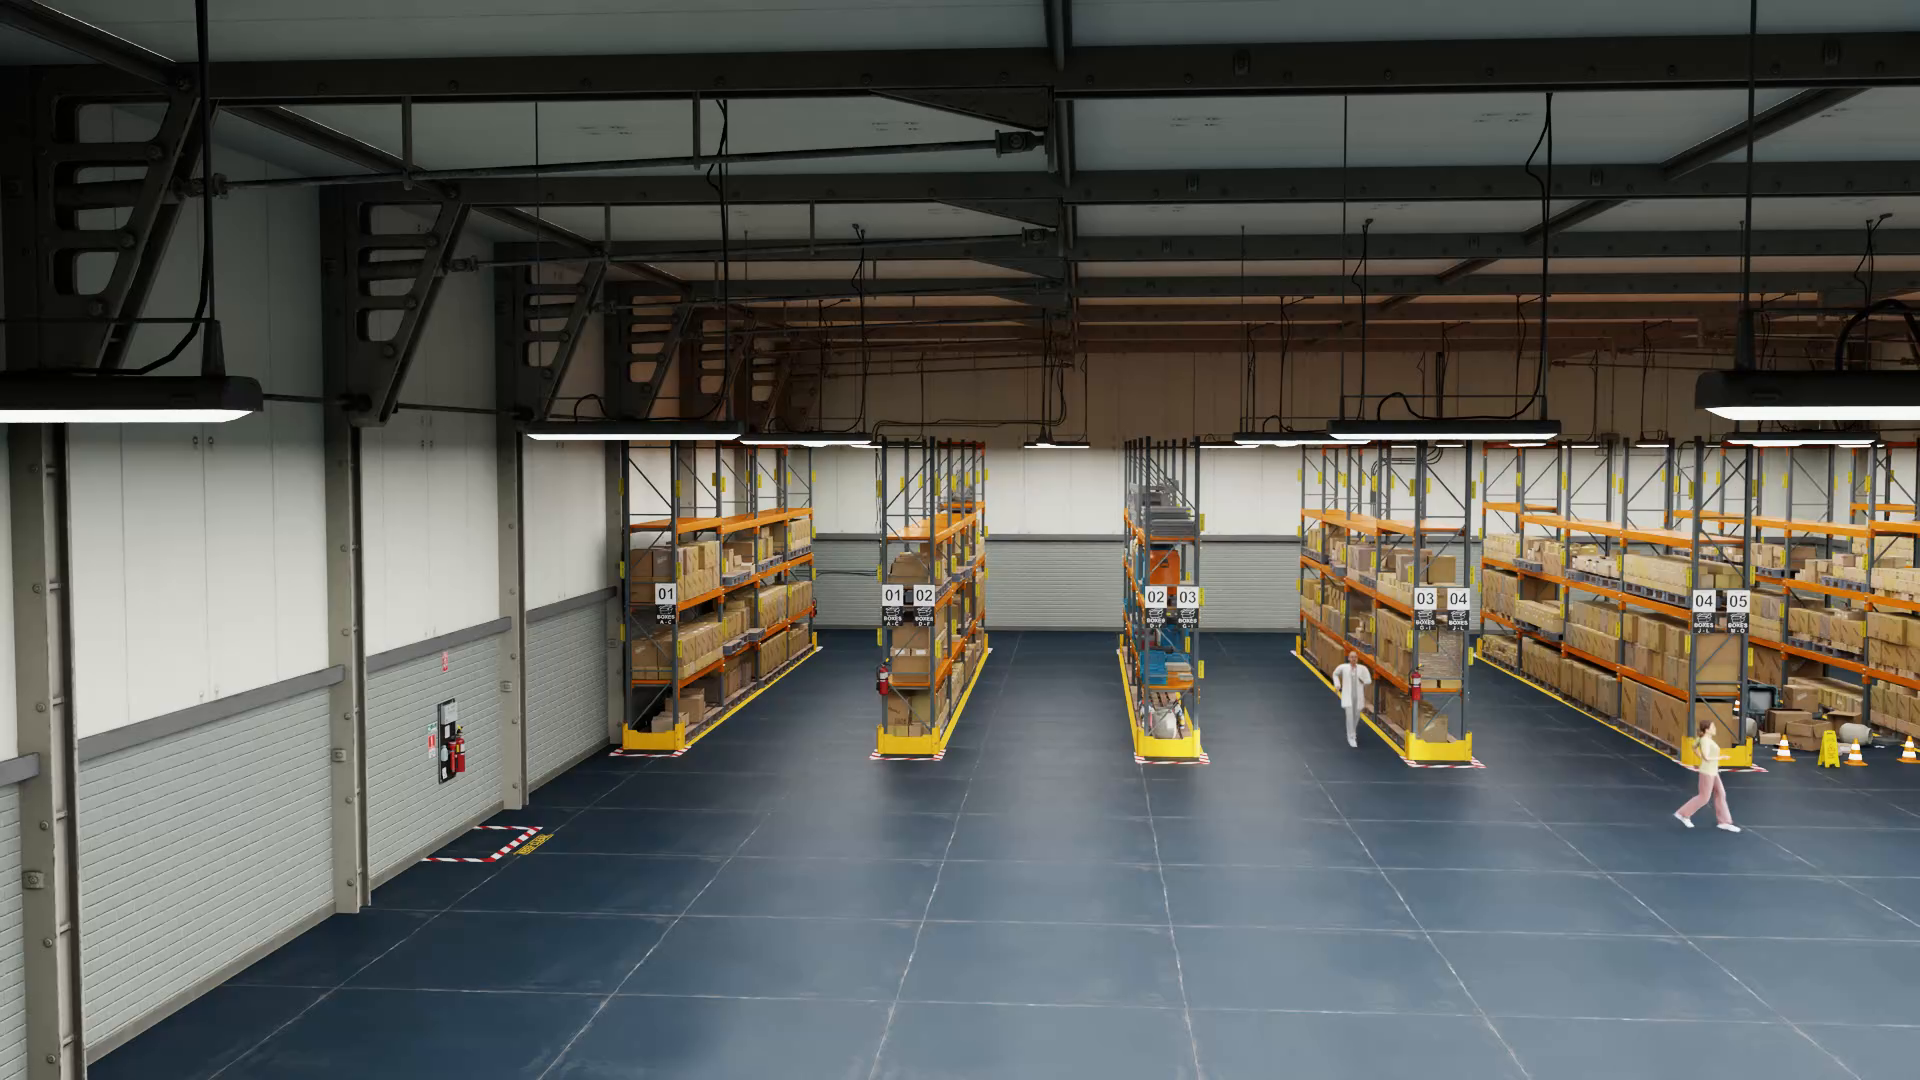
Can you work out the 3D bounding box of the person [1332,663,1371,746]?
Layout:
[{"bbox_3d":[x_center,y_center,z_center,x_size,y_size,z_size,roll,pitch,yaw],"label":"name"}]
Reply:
[{"bbox_3d":[7.669,3.169,32.482,0.695,1.574,1.044,0,3,0],"label":"person"}]

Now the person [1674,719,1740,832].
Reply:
[{"bbox_3d":[11.220,3.517,24.934,0.908,1.664,0.580,2,3,27],"label":"person"}]

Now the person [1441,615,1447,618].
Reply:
[{"bbox_3d":[13.142,2.464,45.377,0.578,1.716,0.742,1,3,13],"label":"person"}]
